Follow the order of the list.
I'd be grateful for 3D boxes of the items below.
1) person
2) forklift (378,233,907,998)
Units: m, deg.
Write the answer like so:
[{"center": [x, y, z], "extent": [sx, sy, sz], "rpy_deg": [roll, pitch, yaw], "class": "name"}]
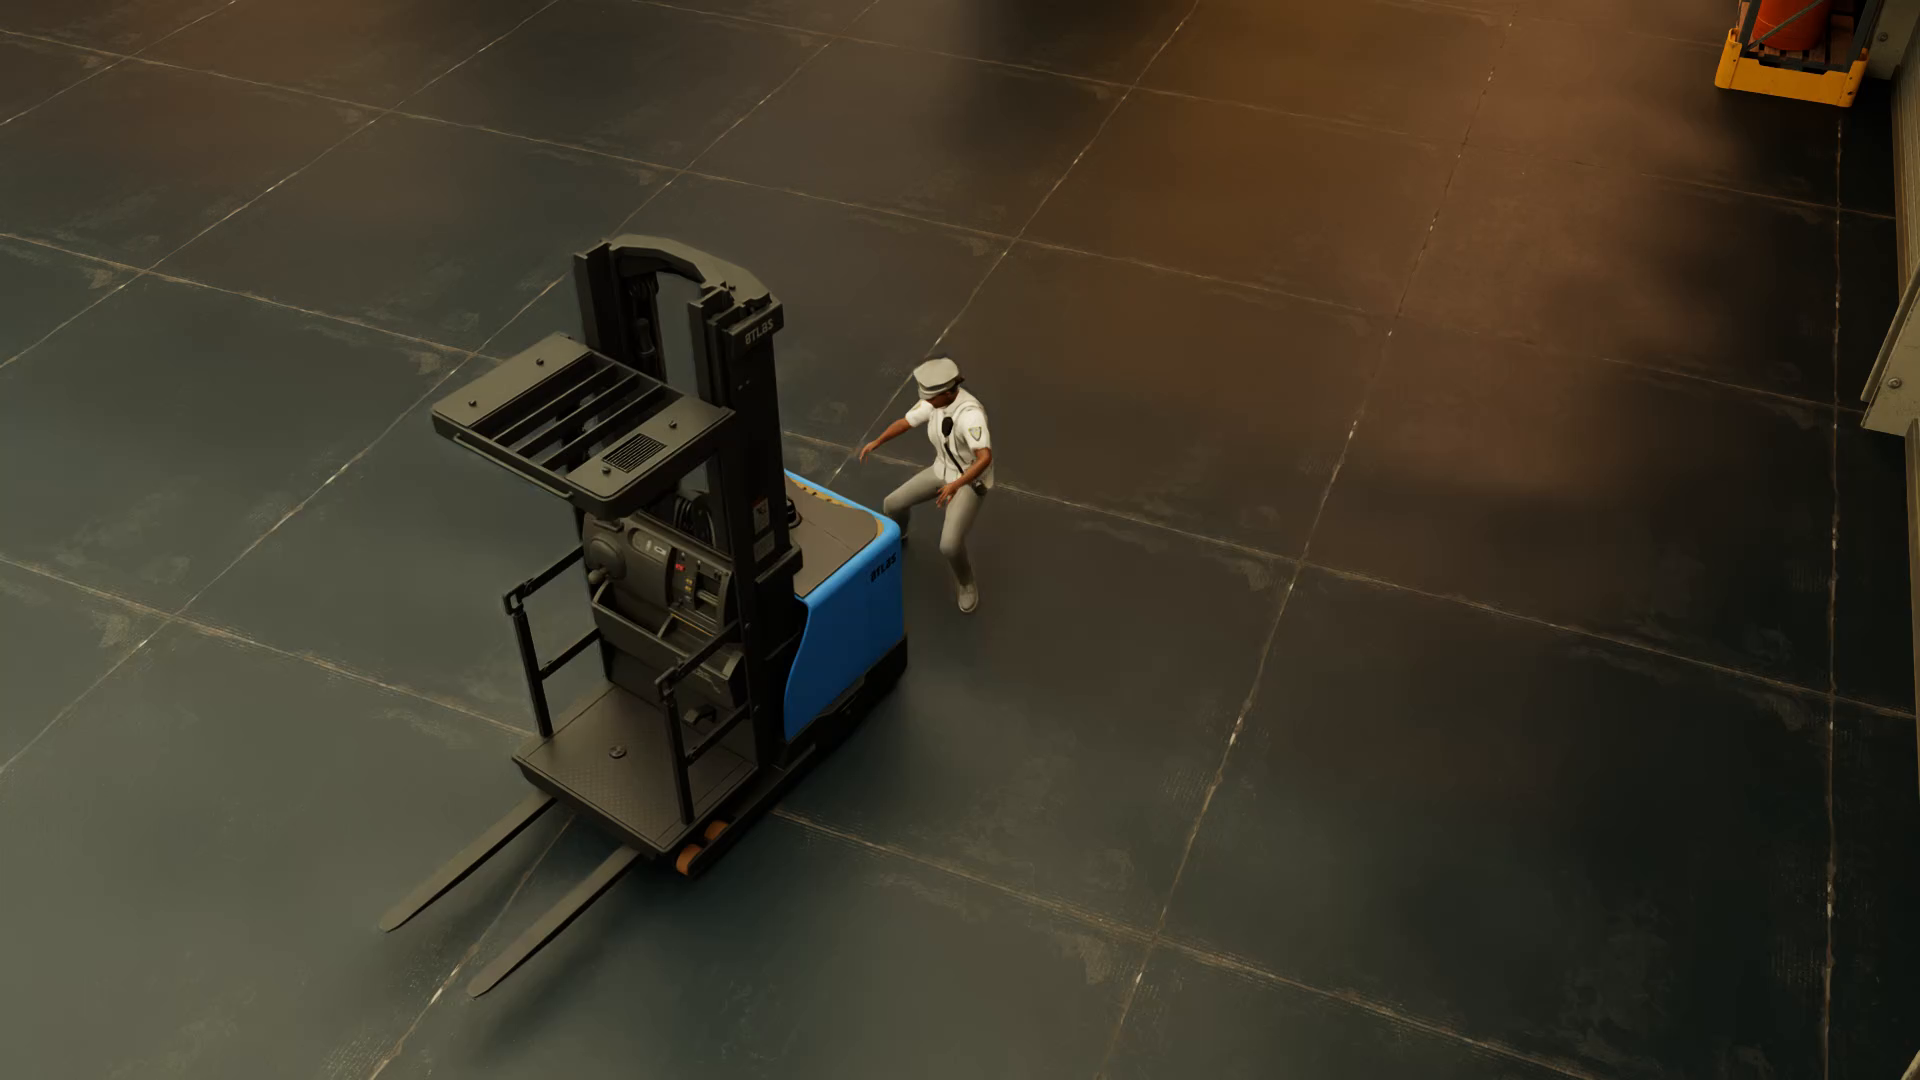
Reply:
[{"center": [-0.170, -0.333, 9.561], "extent": [0.728, 1.447, 0.942], "rpy_deg": [-22, 45, -24], "class": "person"}, {"center": [-1.567, 0.197, 7.771], "extent": [1.130, 2.935, 3.031], "rpy_deg": [25, 46, 27], "class": "forklift"}]
